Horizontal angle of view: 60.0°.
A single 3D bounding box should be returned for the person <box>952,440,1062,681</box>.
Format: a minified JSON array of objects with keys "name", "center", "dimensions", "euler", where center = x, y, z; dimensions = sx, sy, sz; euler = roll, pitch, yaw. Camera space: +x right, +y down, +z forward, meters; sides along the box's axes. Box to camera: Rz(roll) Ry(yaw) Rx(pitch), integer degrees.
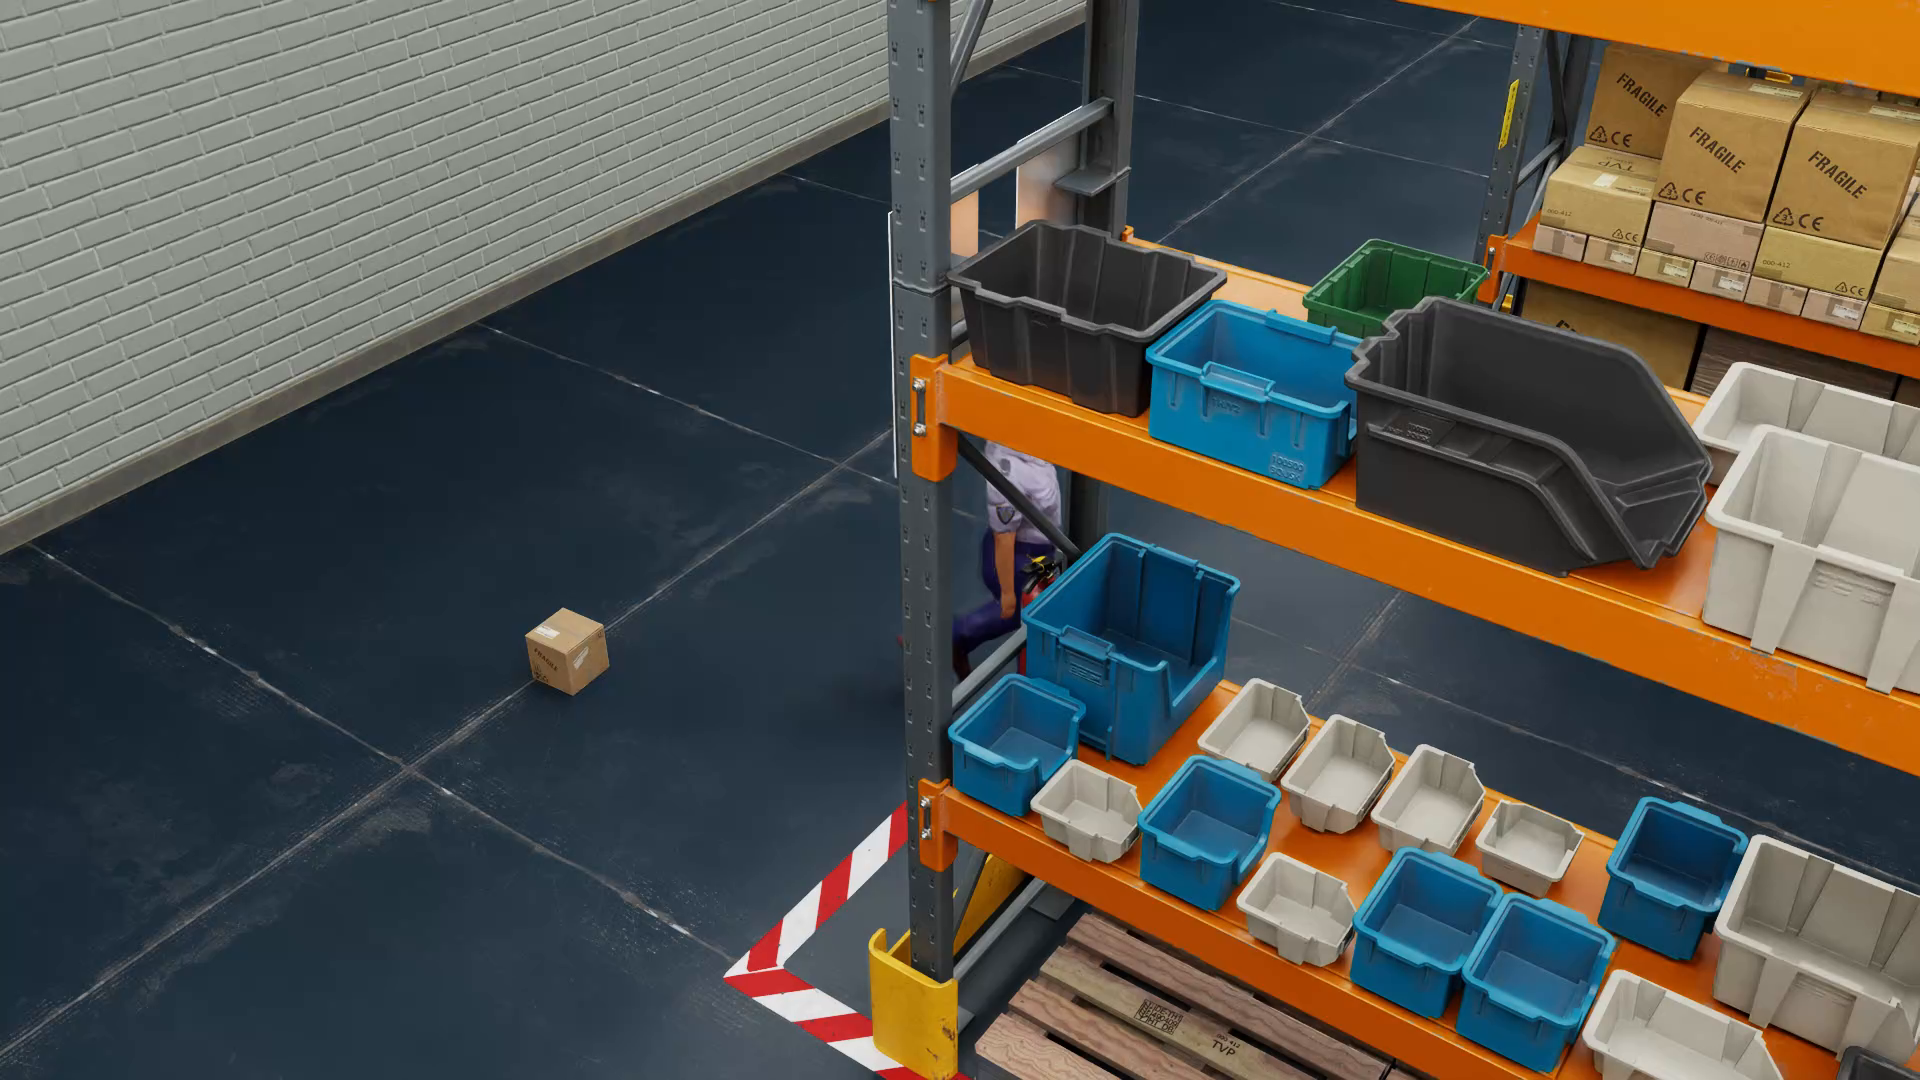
[{"name":"person","center":[0.217,0.072,7.026],"dimensions":[0.662,1.606,0.498],"euler":[0,35,1]}]
